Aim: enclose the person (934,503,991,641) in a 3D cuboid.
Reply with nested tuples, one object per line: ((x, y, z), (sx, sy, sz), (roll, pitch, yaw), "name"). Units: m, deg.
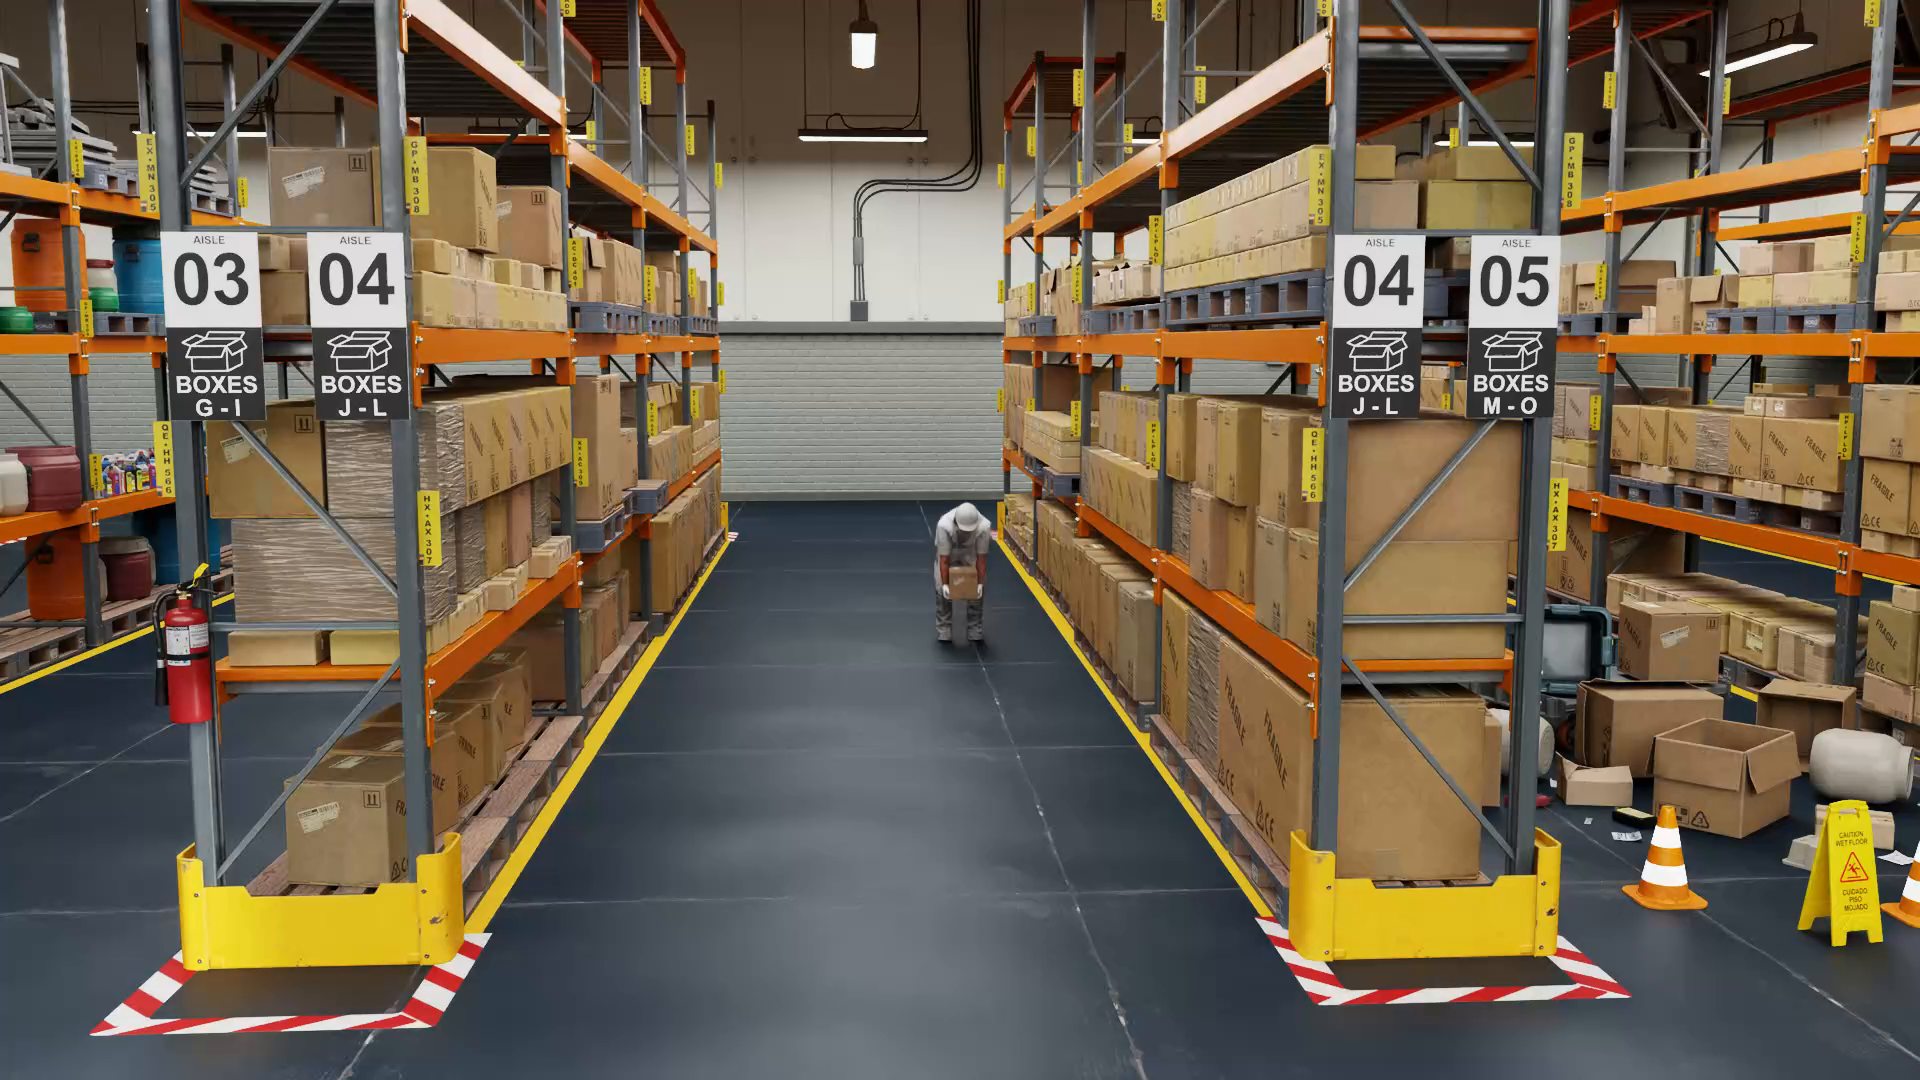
((0.021, 0.287, 15.165), (0.503, 1.325, 0.927), (-1, 7, -6), "person")
